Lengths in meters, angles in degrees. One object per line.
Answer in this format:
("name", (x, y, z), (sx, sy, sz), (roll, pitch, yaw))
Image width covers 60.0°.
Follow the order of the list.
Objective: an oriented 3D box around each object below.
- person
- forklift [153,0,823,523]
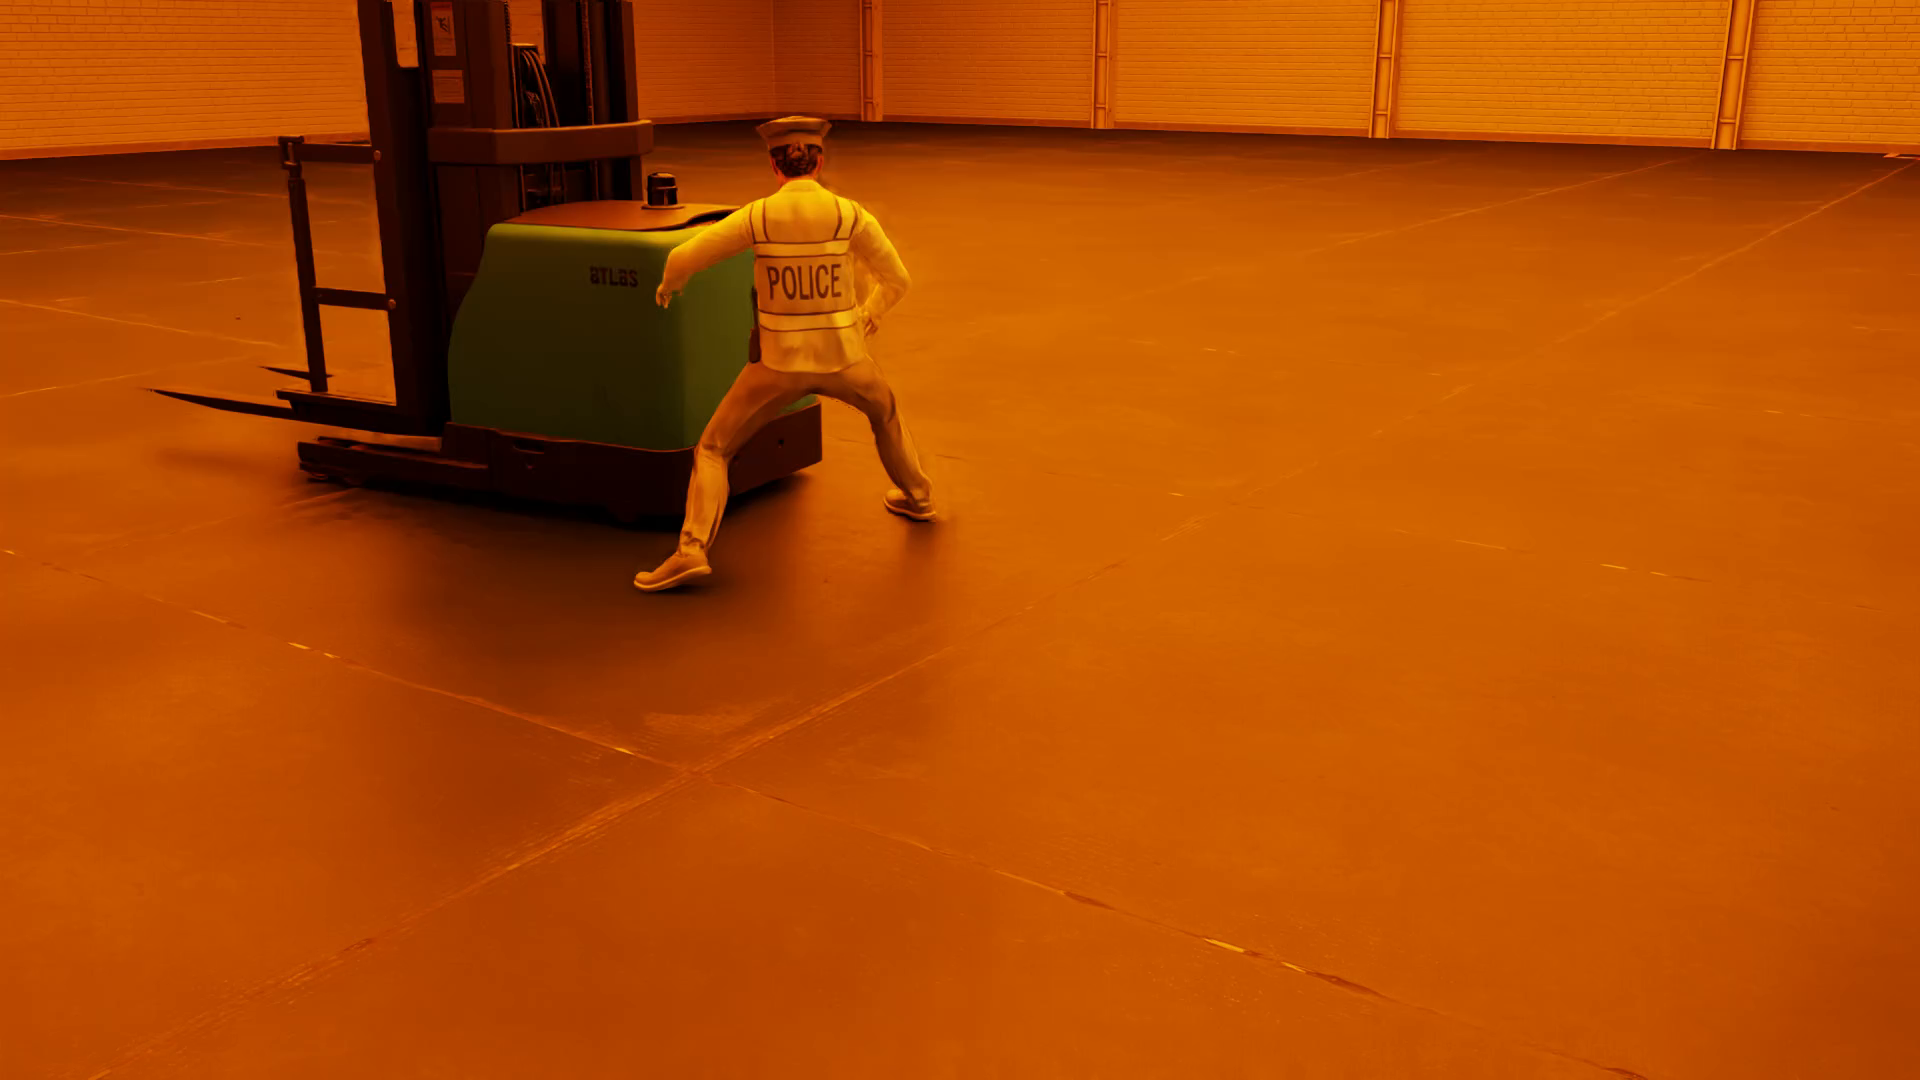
("person", (-0.583, -0.666, 5.638), (1.093, 1.499, 0.947), (-3, 17, -9))
("forklift", (-2.110, -1.746, 6.671), (3.031, 2.935, 1.130), (9, 19, 26))
